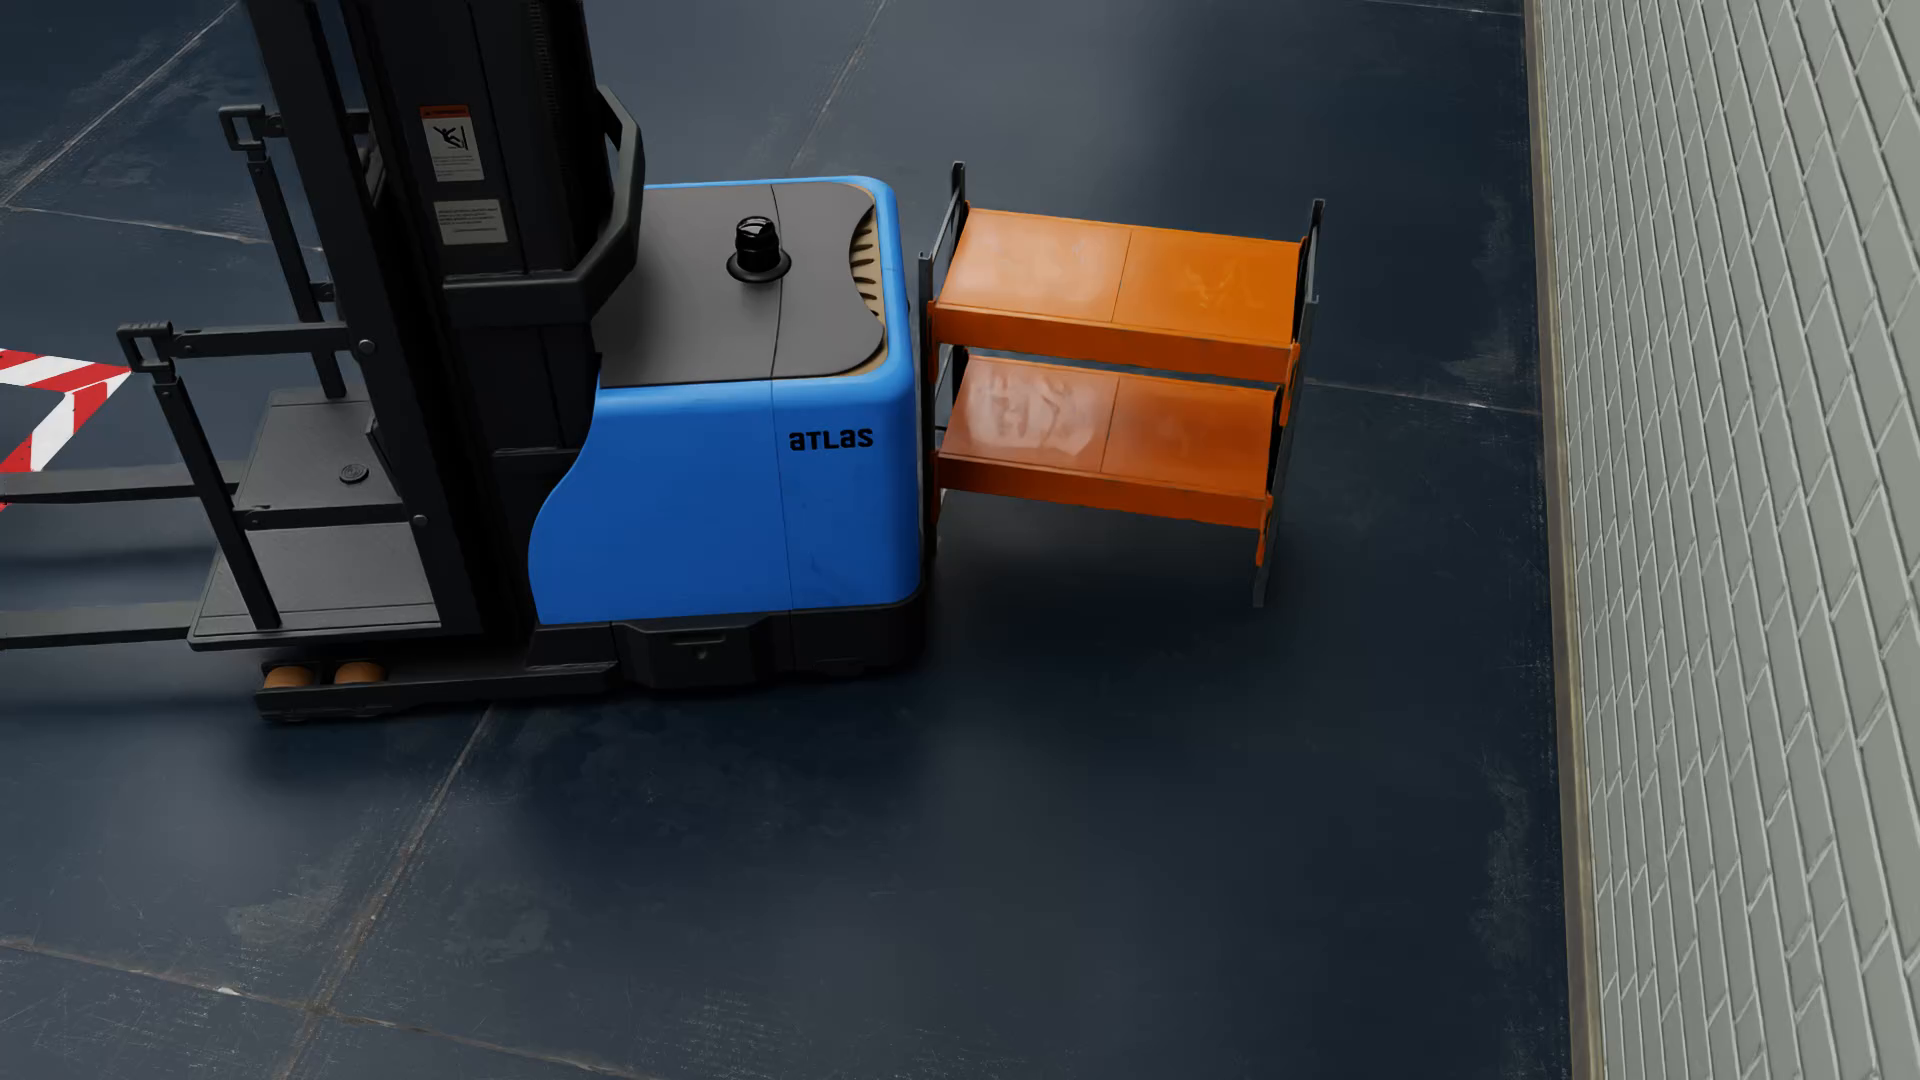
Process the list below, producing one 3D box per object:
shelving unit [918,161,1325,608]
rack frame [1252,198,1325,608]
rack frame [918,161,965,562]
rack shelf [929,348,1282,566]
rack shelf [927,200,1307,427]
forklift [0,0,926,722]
[{"bbox_3d":[0.450,-0.440,4.895,1.048,1.125,0.538,8,44,8],"label":"shelving unit"},{"bbox_3d":[0.949,-0.371,4.825,0.032,1.125,0.500,8,44,8],"label":"rack frame"},{"bbox_3d":[-0.049,-0.508,4.966,0.032,1.125,0.500,8,44,8],"label":"rack frame"},{"bbox_3d":[0.450,-0.263,5.065,1.000,0.278,0.538,8,44,8],"label":"rack shelf"},{"bbox_3d":[0.450,-0.650,4.693,1.000,0.278,0.538,8,44,8],"label":"rack shelf"},{"bbox_3d":[-1.645,-0.925,4.098,3.031,2.935,1.130,-3,44,-3],"label":"forklift"}]
